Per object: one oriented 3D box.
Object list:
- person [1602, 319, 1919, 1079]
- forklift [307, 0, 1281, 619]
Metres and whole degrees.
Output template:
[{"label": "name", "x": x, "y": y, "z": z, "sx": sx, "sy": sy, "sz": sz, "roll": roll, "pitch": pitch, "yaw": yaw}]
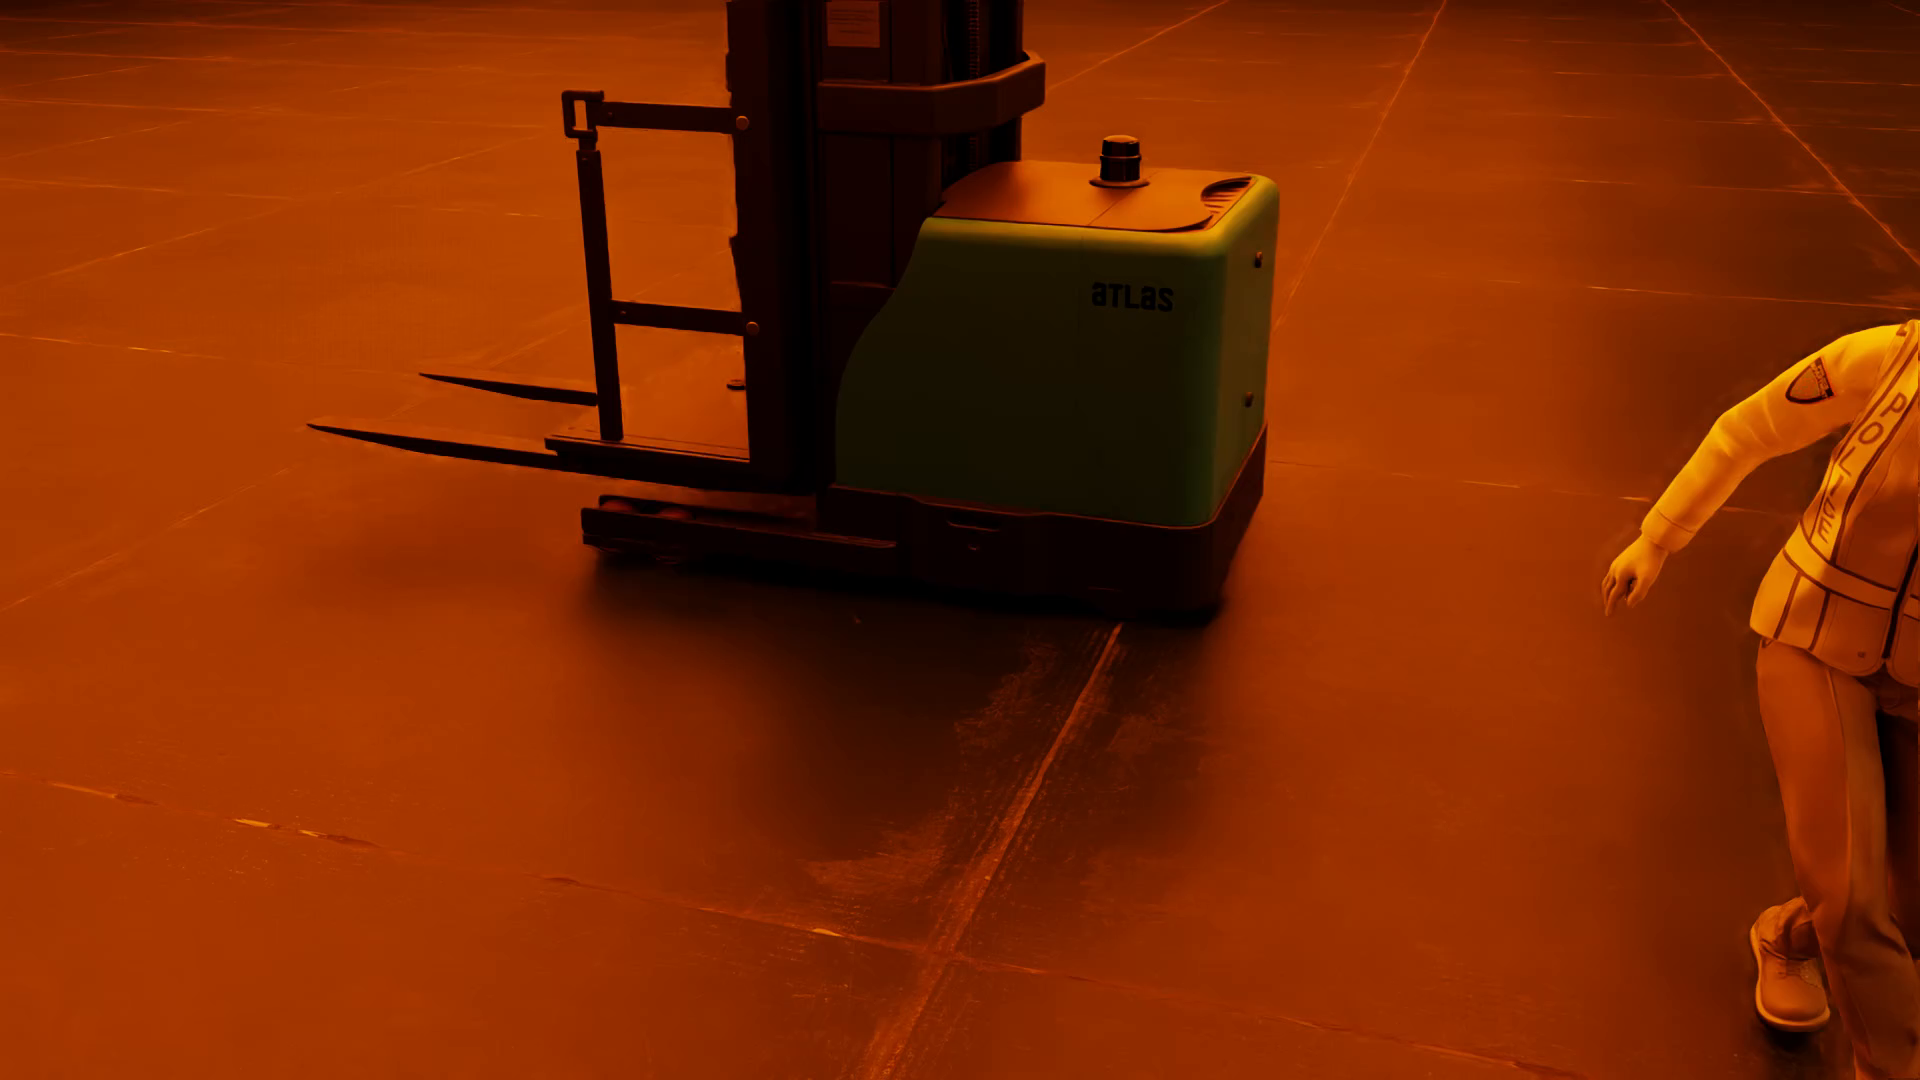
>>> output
[{"label": "person", "x": 1.379, "y": 0.234, "z": 2.565, "sx": 0.742, "sy": 1.563, "sz": 0.767, "roll": 8, "pitch": 24, "yaw": 19}, {"label": "forklift", "x": -0.611, "y": -1.463, "z": 4.824, "sx": 3.031, "sy": 2.935, "sz": 1.130, "roll": 7, "pitch": 24, "yaw": 18}]
